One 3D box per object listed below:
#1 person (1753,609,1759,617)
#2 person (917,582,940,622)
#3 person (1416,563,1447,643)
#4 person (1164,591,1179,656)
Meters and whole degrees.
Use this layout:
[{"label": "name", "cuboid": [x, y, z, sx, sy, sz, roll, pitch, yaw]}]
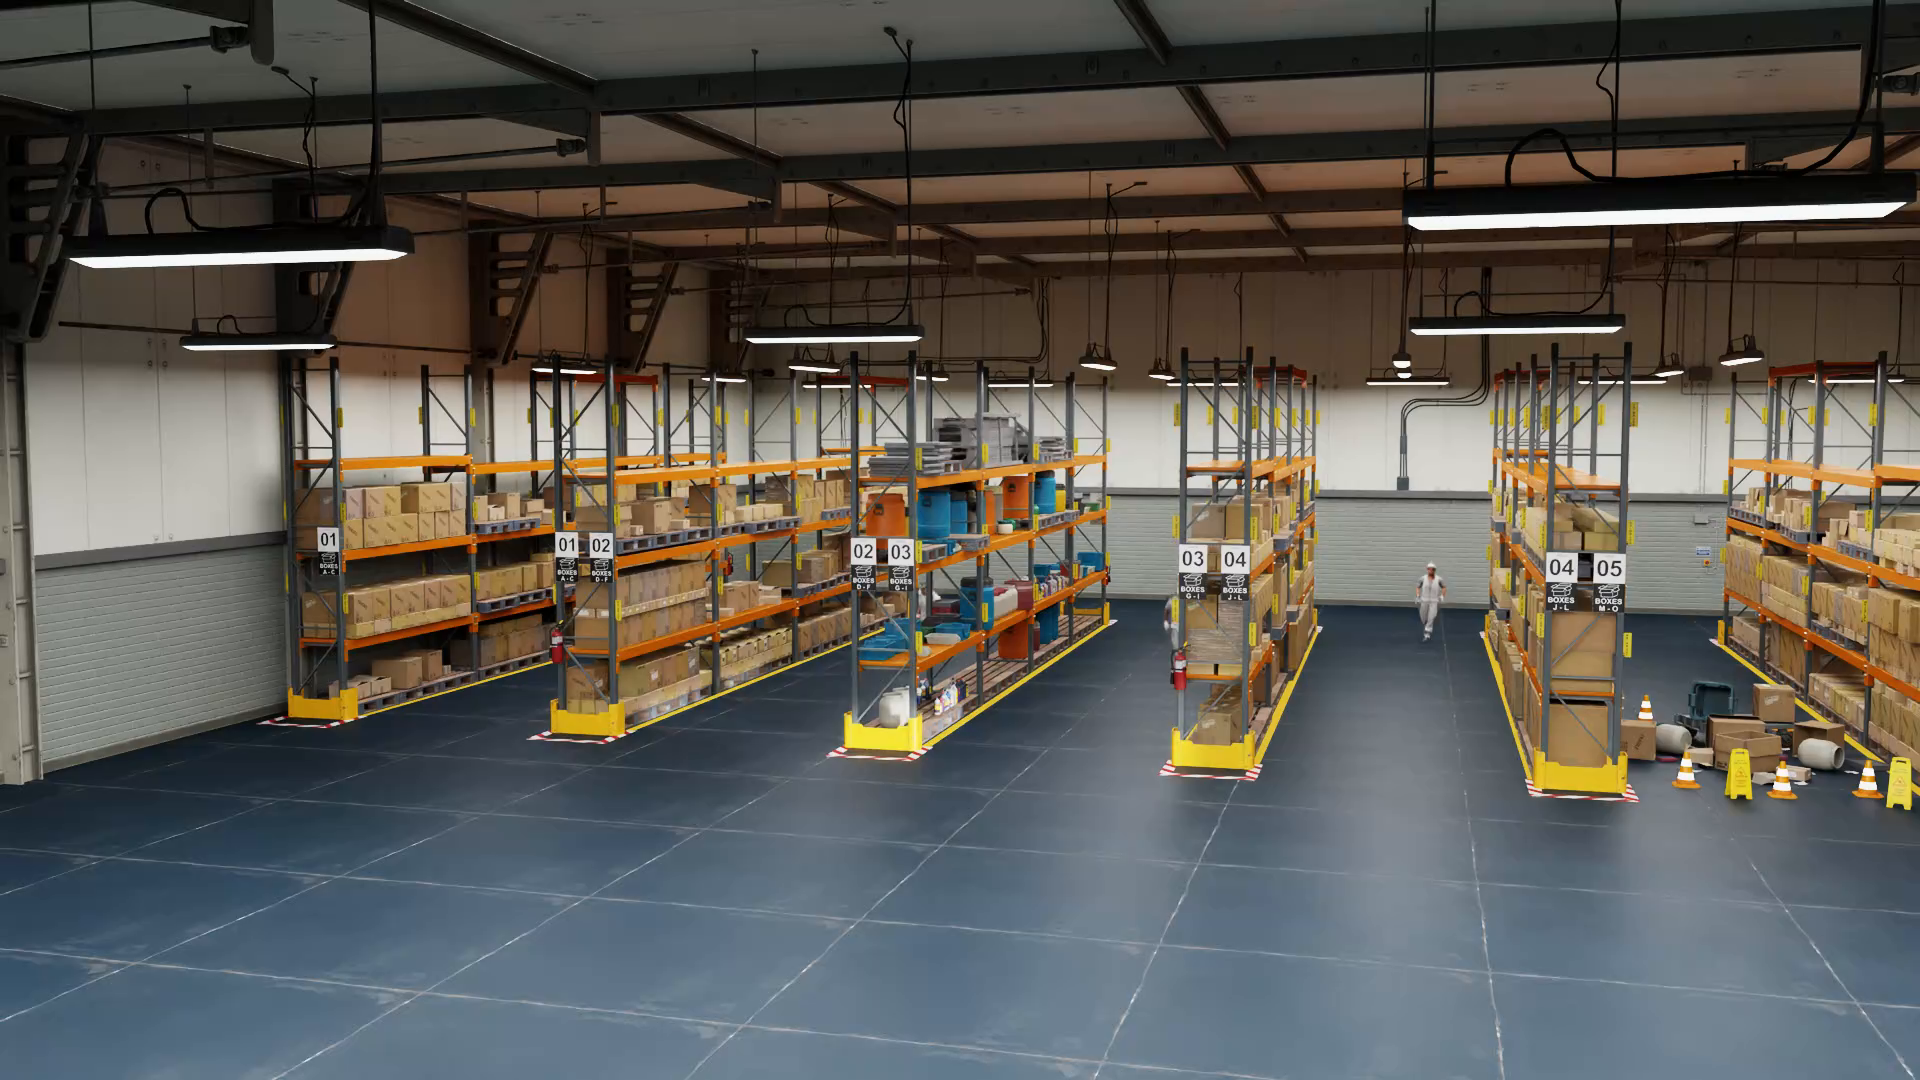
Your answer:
[{"label": "person", "cuboid": [19.046, 1.238, 39.277, 0.857, 1.826, 0.679, 0, 4, -4]}, {"label": "person", "cuboid": [-0.598, 1.636, 34.957, 0.682, 1.597, 1.069, 2, 5, 23]}, {"label": "person", "cuboid": [10.562, 1.400, 37.310, 0.677, 1.766, 0.803, 2, 5, 21]}, {"label": "person", "cuboid": [4.305, 1.645, 32.281, 0.663, 1.574, 0.722, 0, 4, 3]}]
